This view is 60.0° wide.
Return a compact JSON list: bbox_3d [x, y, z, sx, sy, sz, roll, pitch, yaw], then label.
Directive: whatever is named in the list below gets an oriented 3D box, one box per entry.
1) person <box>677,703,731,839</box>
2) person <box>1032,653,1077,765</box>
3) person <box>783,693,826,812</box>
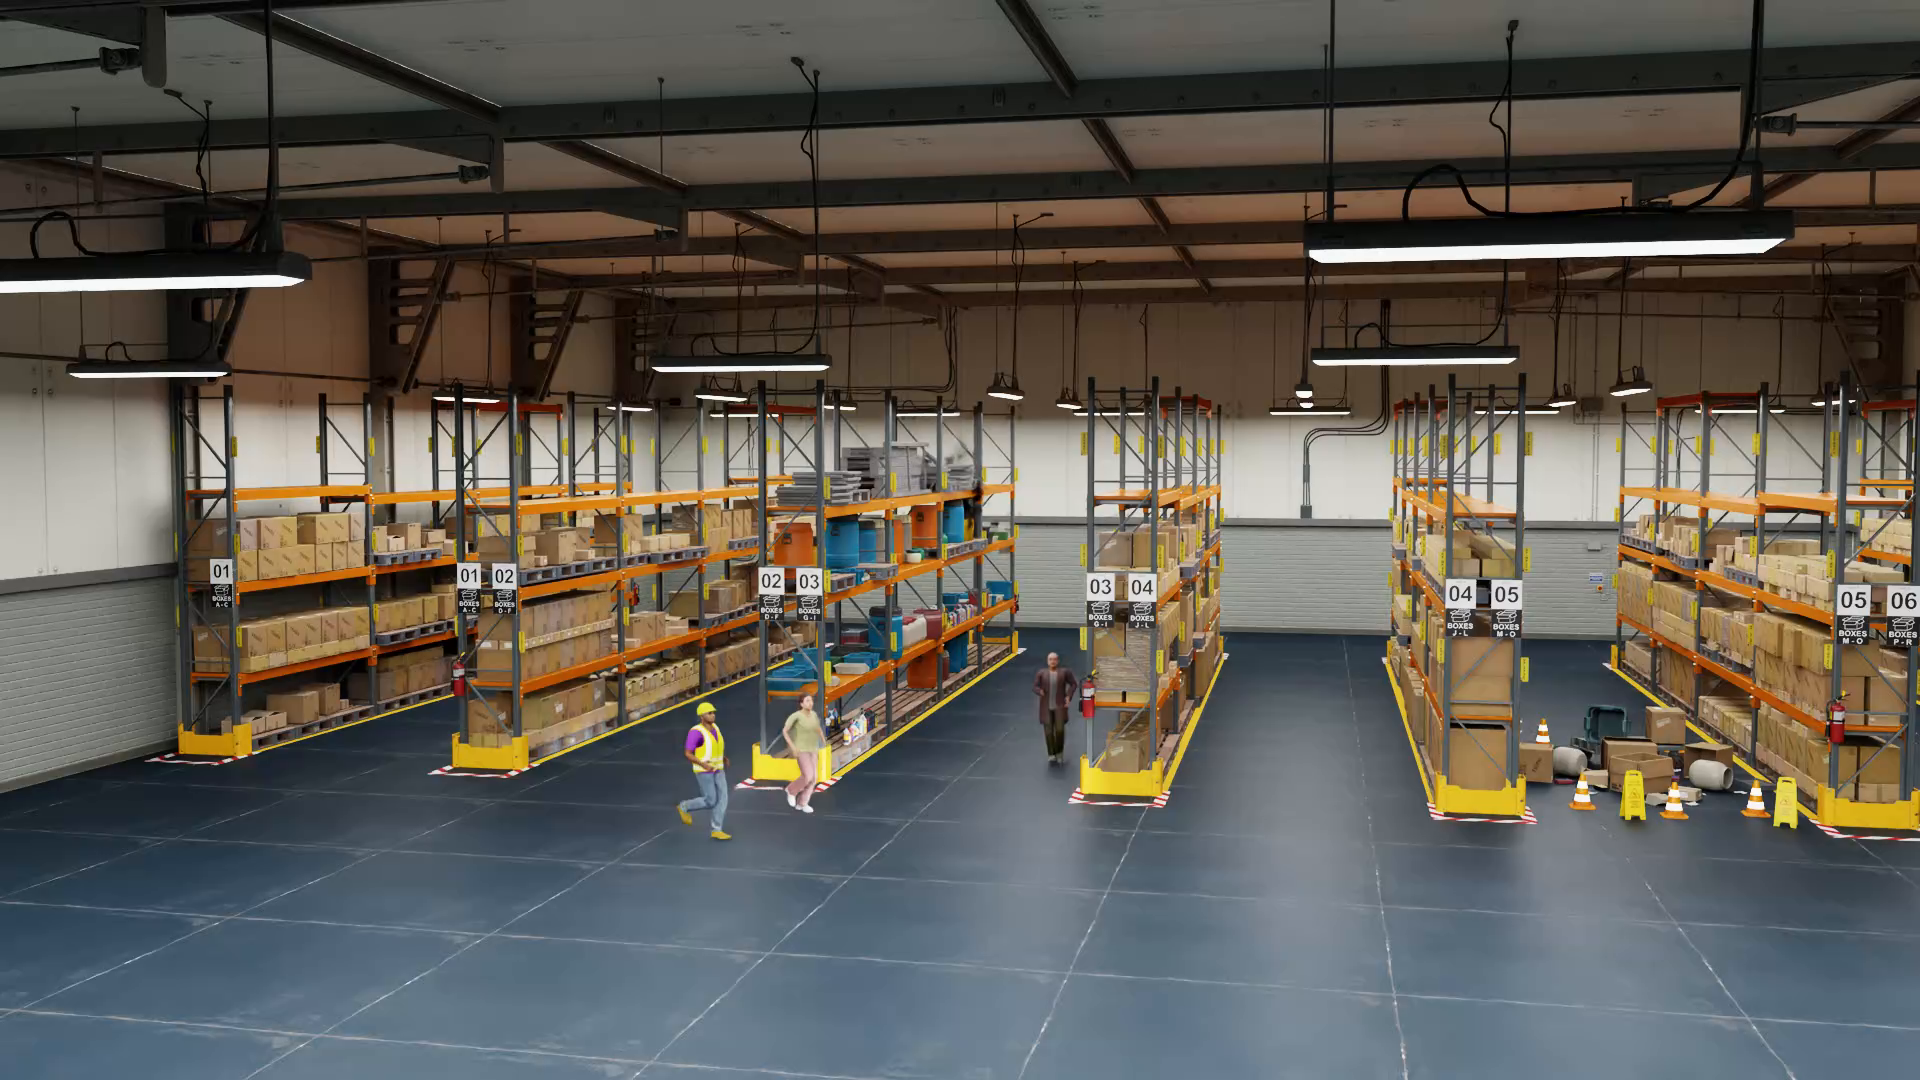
[{"bbox_3d":[-3.242,2.944,21.297,0.787,1.735,0.698,2,4,30],"label":"person"},{"bbox_3d":[1.474,2.662,26.150,0.693,1.768,0.681,0,3,8],"label":"person"},{"bbox_3d":[-2.123,2.909,22.854,0.538,1.638,0.593,3,4,43],"label":"person"}]
